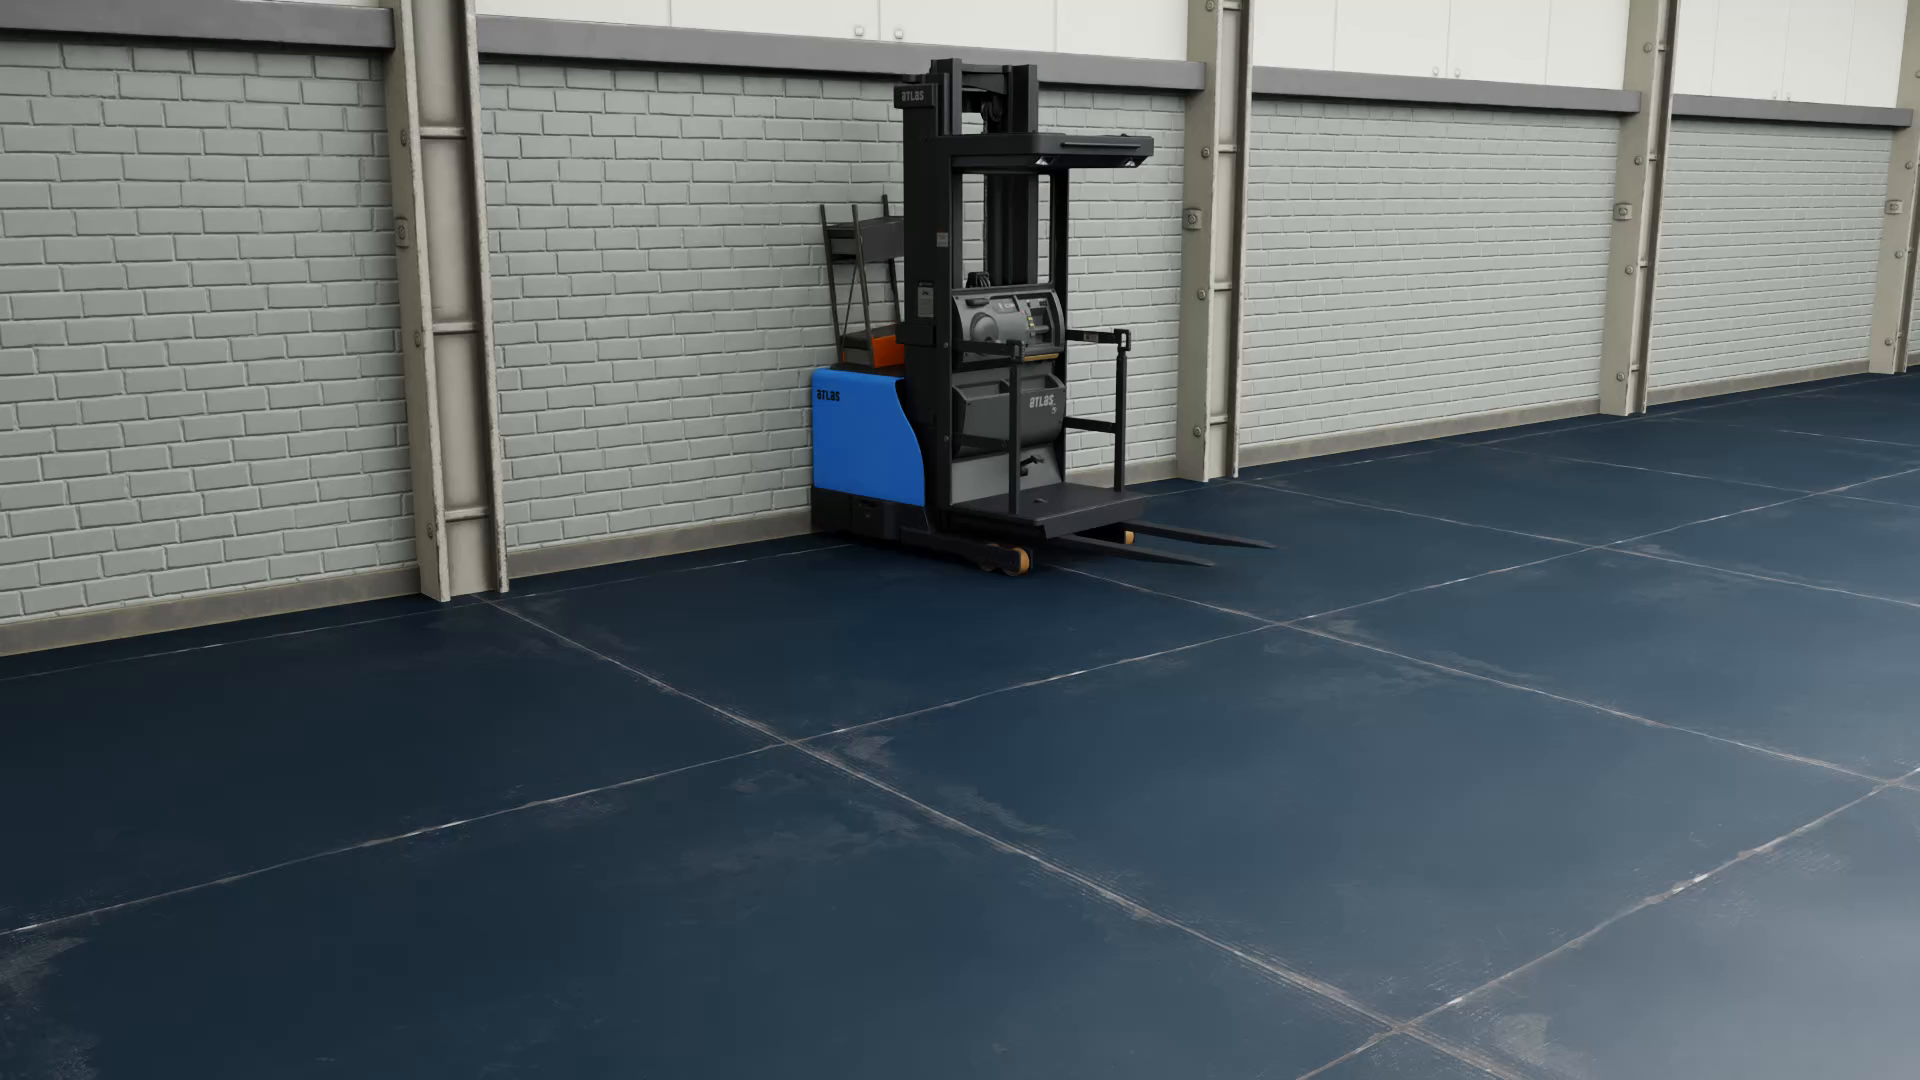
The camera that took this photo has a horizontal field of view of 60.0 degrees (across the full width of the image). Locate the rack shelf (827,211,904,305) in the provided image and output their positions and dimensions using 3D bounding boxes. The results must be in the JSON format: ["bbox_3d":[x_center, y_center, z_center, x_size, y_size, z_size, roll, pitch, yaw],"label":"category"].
[{"bbox_3d":[-0.533,-1.801,10.590,0.480,0.518,0.431,-17,19,-34],"label":"rack shelf"}]

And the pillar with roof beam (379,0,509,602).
[{"bbox_3d":[-0.076,-3.417,5.057,0.400,9.000,9.100,-9,15,-38],"label":"pillar with roof beam"}]

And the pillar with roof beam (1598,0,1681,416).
[{"bbox_3d":[9.294,-4.974,12.390,0.400,9.000,9.100,-9,15,-38],"label":"pillar with roof beam"}]

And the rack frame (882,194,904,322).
[{"bbox_3d":[-0.273,-1.203,10.915,0.015,2.100,0.400,-17,19,-34],"label":"rack frame"}]

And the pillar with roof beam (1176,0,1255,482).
[{"bbox_3d":[4.609,-4.196,8.724,0.400,9.000,9.100,-9,15,-38],"label":"pillar with roof beam"}]

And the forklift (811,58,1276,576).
[{"bbox_3d":[0.456,-1.346,9.909,3.031,2.935,1.130,11,16,42],"label":"forklift"}]

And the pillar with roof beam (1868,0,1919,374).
[{"bbox_3d":[13.979,-5.753,16.057,0.400,9.000,9.100,-9,15,-38],"label":"pillar with roof beam"}]

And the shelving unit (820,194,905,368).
[{"bbox_3d":[-0.465,-1.144,10.777,0.503,2.100,0.431,-17,19,-34],"label":"shelving unit"}]

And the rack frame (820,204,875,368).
[{"bbox_3d":[-0.658,-1.085,10.640,0.015,2.100,0.400,-17,19,-34],"label":"rack frame"}]

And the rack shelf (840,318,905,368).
[{"bbox_3d":[-0.464,-1.131,10.781,0.480,0.518,0.431,-17,19,-34],"label":"rack shelf"}]
